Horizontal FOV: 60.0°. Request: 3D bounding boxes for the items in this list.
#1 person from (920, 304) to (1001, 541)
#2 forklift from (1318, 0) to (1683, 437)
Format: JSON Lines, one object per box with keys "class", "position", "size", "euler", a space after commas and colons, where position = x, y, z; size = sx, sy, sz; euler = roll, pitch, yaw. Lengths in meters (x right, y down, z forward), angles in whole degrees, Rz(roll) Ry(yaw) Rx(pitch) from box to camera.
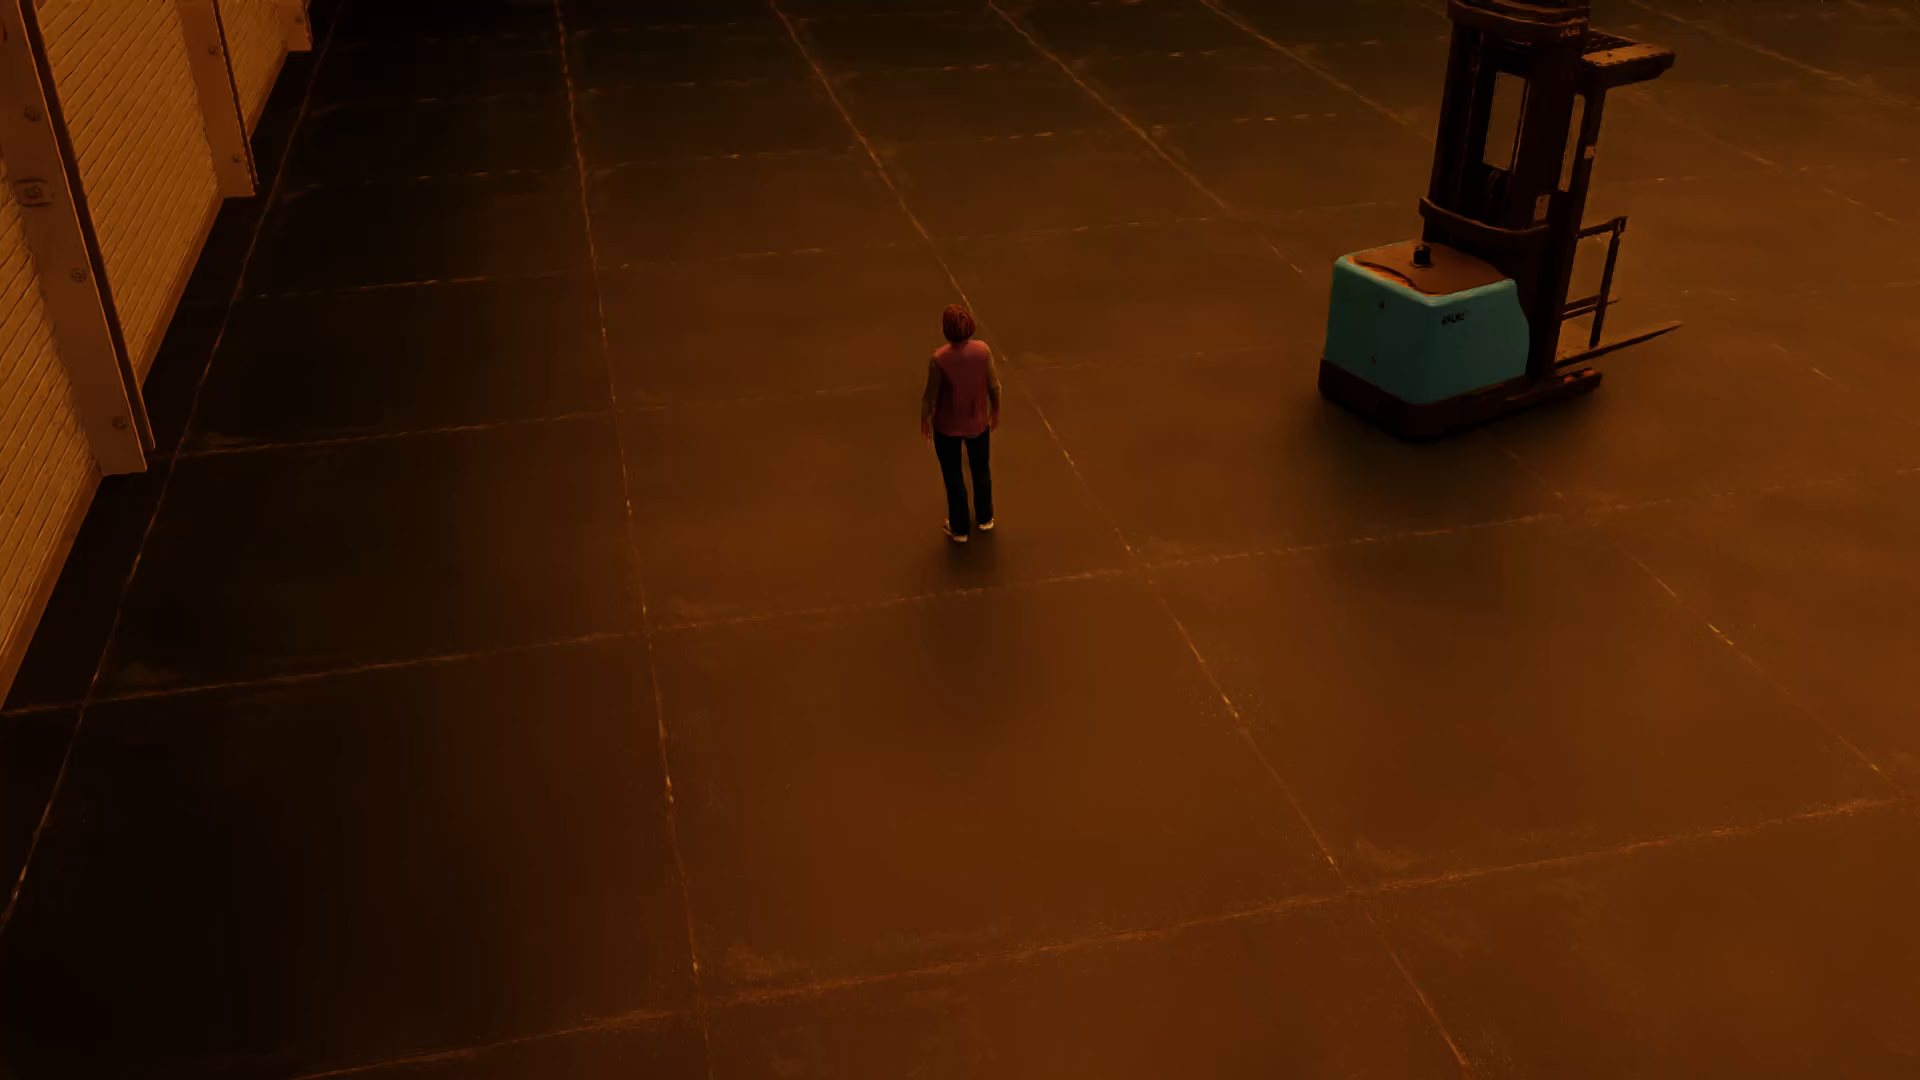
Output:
{"class": "person", "position": [-0.004, -0.735, 10.161], "size": [0.520, 1.597, 0.474], "euler": [-7, 31, -12]}
{"class": "forklift", "position": [4.183, -2.527, 11.940], "size": [3.031, 2.935, 1.130], "euler": [-17, 34, -26]}
